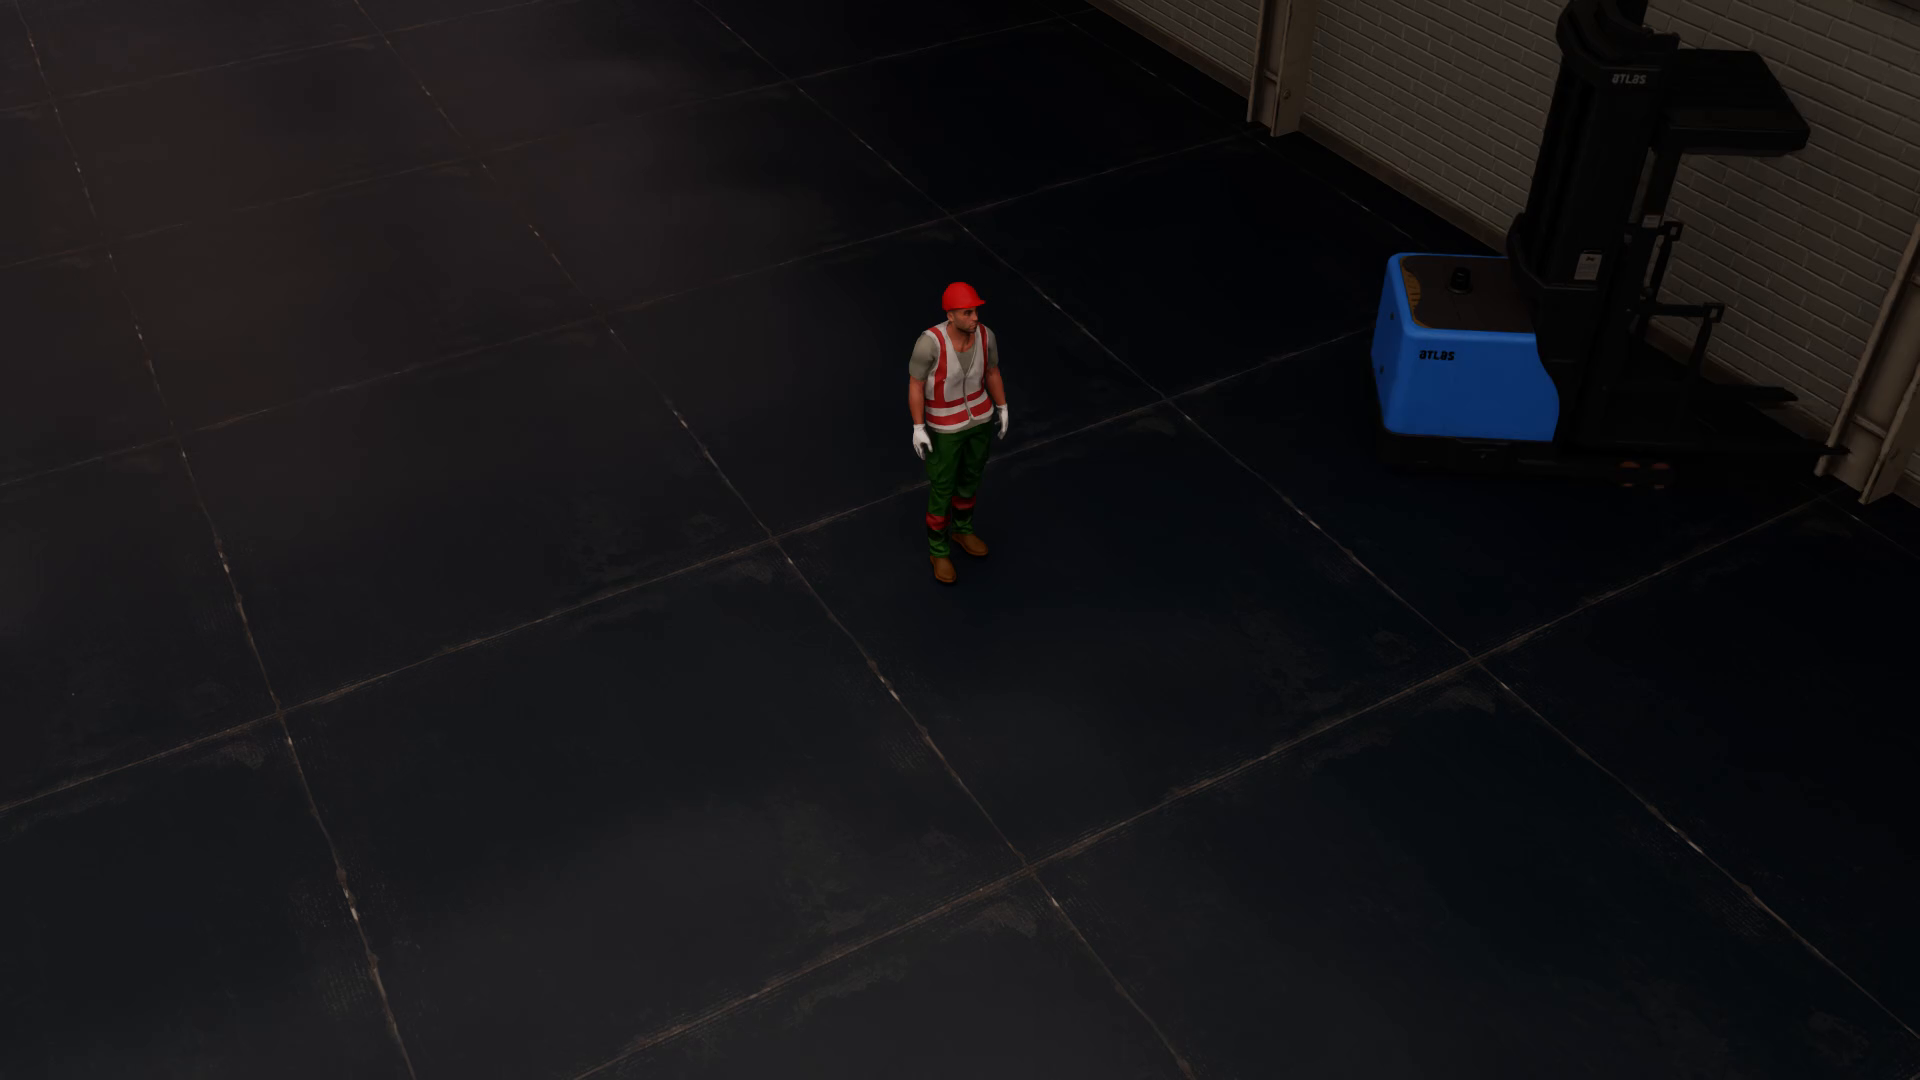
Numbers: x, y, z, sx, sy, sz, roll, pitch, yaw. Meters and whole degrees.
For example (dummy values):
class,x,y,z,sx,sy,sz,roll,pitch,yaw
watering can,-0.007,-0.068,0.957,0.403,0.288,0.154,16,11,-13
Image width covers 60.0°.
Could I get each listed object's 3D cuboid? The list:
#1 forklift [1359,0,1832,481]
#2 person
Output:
class,x,y,z,sx,sy,sz,roll,pitch,yaw
forklift,4.272,-1.852,10.269,3.031,2.935,1.130,0,40,0
person,0.029,-0.646,9.697,0.638,1.787,0.562,-20,44,-23
